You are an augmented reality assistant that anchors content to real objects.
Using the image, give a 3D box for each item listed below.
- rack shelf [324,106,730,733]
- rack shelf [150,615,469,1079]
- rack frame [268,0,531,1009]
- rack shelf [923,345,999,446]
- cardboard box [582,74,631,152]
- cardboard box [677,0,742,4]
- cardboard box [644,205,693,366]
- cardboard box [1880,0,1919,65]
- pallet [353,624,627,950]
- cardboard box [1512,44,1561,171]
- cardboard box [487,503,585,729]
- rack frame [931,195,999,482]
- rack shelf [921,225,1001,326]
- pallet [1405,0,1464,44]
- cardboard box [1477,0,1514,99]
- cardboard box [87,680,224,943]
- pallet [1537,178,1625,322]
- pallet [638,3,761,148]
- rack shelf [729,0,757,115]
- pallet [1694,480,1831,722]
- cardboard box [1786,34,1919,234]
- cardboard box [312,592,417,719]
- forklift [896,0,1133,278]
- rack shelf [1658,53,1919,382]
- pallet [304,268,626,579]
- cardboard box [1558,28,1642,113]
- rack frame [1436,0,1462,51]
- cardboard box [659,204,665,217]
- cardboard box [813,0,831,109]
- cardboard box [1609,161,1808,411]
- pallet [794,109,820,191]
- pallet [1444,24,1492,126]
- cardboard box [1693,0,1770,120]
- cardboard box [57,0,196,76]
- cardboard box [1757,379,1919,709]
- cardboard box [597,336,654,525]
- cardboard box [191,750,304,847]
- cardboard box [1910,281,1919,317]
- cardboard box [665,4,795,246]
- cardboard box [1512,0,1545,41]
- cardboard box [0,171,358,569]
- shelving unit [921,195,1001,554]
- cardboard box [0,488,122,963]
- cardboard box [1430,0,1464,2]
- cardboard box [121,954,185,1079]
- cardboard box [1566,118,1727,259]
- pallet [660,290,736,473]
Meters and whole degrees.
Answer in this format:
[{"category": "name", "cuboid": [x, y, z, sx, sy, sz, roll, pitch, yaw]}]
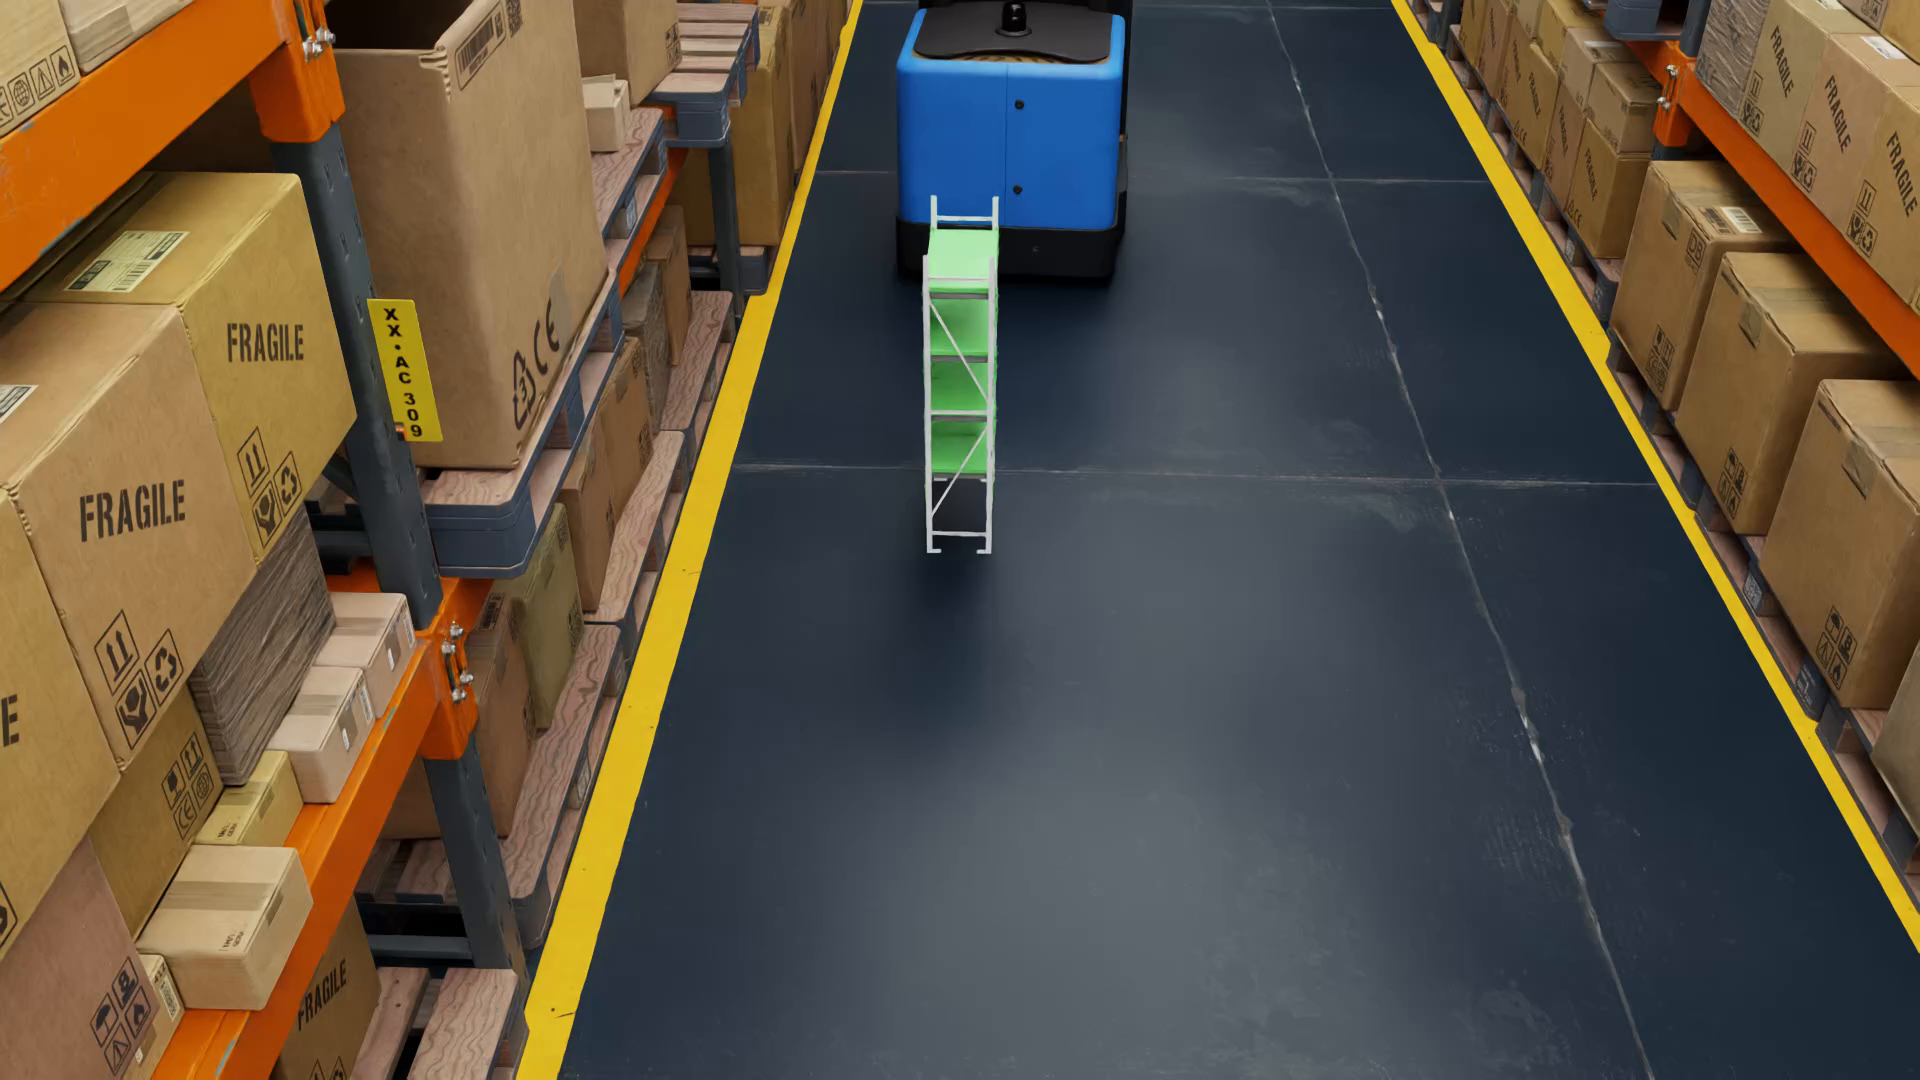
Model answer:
[{"category": "rack shelf", "cuboid": [-1.589, -0.849, 5.475, 1.077, 0.370, 4.000, 1, 35, 2]}, {"category": "rack shelf", "cuboid": [-1.750, 1.449, 2.205, 1.077, 0.370, 4.000, 1, 35, 2]}, {"category": "rack frame", "cuboid": [-1.670, 0.006, 3.633, 1.000, 3.000, 0.127, 1, 35, 2]}, {"category": "rack shelf", "cuboid": [0.007, -0.534, 6.077, 0.258, 0.148, 0.480, 1, 35, 2]}, {"category": "cardboard box", "cuboid": [-1.306, -1.445, 5.449, 0.396, 0.266, 0.258, 0, 35, 1]}, {"category": "cardboard box", "cuboid": [-1.218, -2.606, 7.262, 0.500, 0.500, 0.500, 2, 35, 3]}, {"category": "cardboard box", "cuboid": [-1.516, -1.064, 6.947, 0.700, 0.500, 0.500, 0, 35, -1]}, {"category": "cardboard box", "cuboid": [3.377, -1.726, 5.141, 0.700, 0.500, 0.500, 1, 35, 1]}, {"category": "pallet", "cuboid": [-1.640, 0.700, 5.071, 1.003, 0.211, 1.213, 1, 35, 2]}, {"category": "cardboard box", "cuboid": [3.238, -2.255, 8.659, 0.500, 0.500, 0.500, 0, 35, 0]}, {"category": "cardboard box", "cuboid": [-1.586, 0.223, 5.116, 0.700, 0.500, 0.500, 1, 35, 2]}, {"category": "rack frame", "cuboid": [0.016, -0.726, 6.240, 0.240, 1.200, 0.015, 1, 35, 2]}, {"category": "rack shelf", "cuboid": [0.007, -0.926, 5.801, 0.258, 0.148, 0.480, 1, 35, 2]}, {"category": "pallet", "cuboid": [3.595, -3.663, 11.279, 1.003, 0.211, 1.213, 1, 35, 2]}, {"category": "cardboard box", "cuboid": [3.289, -2.844, 9.497, 0.500, 0.500, 0.500, 3, 35, 4]}, {"category": "cardboard box", "cuboid": [-1.805, 0.387, 2.745, 0.875, 0.500, 0.500, 1, 35, 2]}, {"category": "pallet", "cuboid": [3.476, -1.428, 8.098, 1.003, 0.211, 1.213, 1, 35, 2]}, {"category": "pallet", "cuboid": [-1.431, -1.802, 6.372, 1.213, 0.211, 1.003, 1, 35, 2]}, {"category": "rack shelf", "cuboid": [-1.429, -3.147, 8.745, 1.077, 0.370, 4.000, 1, 35, 2]}, {"category": "pallet", "cuboid": [3.284, 0.172, 5.822, 1.003, 0.211, 1.213, 1, 35, 2]}, {"category": "cardboard box", "cuboid": [3.117, -1.327, 5.442, 0.500, 0.500, 0.500, 1, 35, 2]}, {"category": "cardboard box", "cuboid": [-1.385, 0.239, 3.520, 0.380, 0.149, 0.250, 1, 35, 2]}, {"category": "forklift", "cuboid": [0.358, -3.277, 8.363, 1.130, 2.935, 3.031, 3, 35, 5]}, {"category": "rack shelf", "cuboid": [3.362, -0.676, 5.229, 1.077, 0.370, 4.000, 1, 35, 2]}, {"category": "pallet", "cuboid": [-1.494, -0.351, 4.308, 1.003, 0.211, 1.213, 1, 35, 2]}, {"category": "cardboard box", "cuboid": [3.218, -2.265, 8.020, 0.500, 0.250, 0.500, 2, 35, 3]}, {"category": "rack frame", "cuboid": [3.603, -4.418, 9.927, 1.000, 3.000, 0.127, 1, 35, 2]}, {"category": "cardboard box", "cuboid": [-1.506, -1.371, 6.731, 0.500, 0.250, 0.500, 3, 35, 4]}, {"category": "cardboard box", "cuboid": [-1.389, -3.011, 9.409, 1.225, 0.875, 0.875, 0, 35, 0]}, {"category": "cardboard box", "cuboid": [3.328, -1.023, 6.688, 1.050, 0.750, 0.750, 1, 35, 1]}, {"category": "pallet", "cuboid": [-1.350, -2.302, 9.341, 1.003, 0.211, 1.213, 1, 35, 2]}, {"category": "pallet", "cuboid": [3.574, -2.829, 10.092, 1.003, 0.211, 1.213, 1, 35, 2]}, {"category": "cardboard box", "cuboid": [3.155, -1.909, 6.270, 0.500, 0.500, 0.500, 2, 35, 2]}, {"category": "cardboard box", "cuboid": [-1.427, -0.892, 2.432, 0.500, 0.250, 0.500, 3, 35, 4]}, {"category": "cardboard box", "cuboid": [3.260, 0.014, 5.212, 1.050, 0.750, 0.750, 1, 35, 2]}, {"category": "cardboard box", "cuboid": [-1.541, -0.419, 6.029, 0.700, 0.500, 0.500, 4, 35, 6]}, {"category": "cardboard box", "cuboid": [-1.474, 0.525, 3.113, 0.380, 0.149, 0.250, 1, 35, 2]}, {"category": "cardboard box", "cuboid": [3.077, -0.749, 4.620, 0.500, 0.500, 0.500, 2, 35, 2]}, {"category": "cardboard box", "cuboid": [-1.461, -1.991, 7.956, 1.225, 0.875, 0.875, 0, 35, 0]}, {"category": "cardboard box", "cuboid": [3.266, -2.856, 8.862, 0.500, 0.250, 0.500, 3, 35, 4]}, {"category": "cardboard box", "cuboid": [-1.413, -0.301, 2.854, 0.500, 0.500, 0.500, 1, 35, 2]}, {"category": "shelving unit", "cuboid": [0.007, -0.586, 6.040, 0.258, 1.200, 0.503, 1, 35, 2]}, {"category": "cardboard box", "cuboid": [-1.453, 0.274, 2.037, 0.500, 0.500, 0.500, 1, 35, 2]}, {"category": "cardboard box", "cuboid": [3.279, -3.656, 10.958, 0.380, 0.149, 0.250, 2, 35, 2]}, {"category": "cardboard box", "cuboid": [-1.515, 0.812, 2.705, 0.380, 0.149, 0.250, 1, 35, 2]}, {"category": "cardboard box", "cuboid": [3.208, -1.653, 7.802, 0.500, 0.500, 0.500, 1, 35, 2]}, {"category": "pallet", "cuboid": [-1.542, -0.702, 7.066, 1.003, 0.211, 1.213, 1, 35, 2]}]
